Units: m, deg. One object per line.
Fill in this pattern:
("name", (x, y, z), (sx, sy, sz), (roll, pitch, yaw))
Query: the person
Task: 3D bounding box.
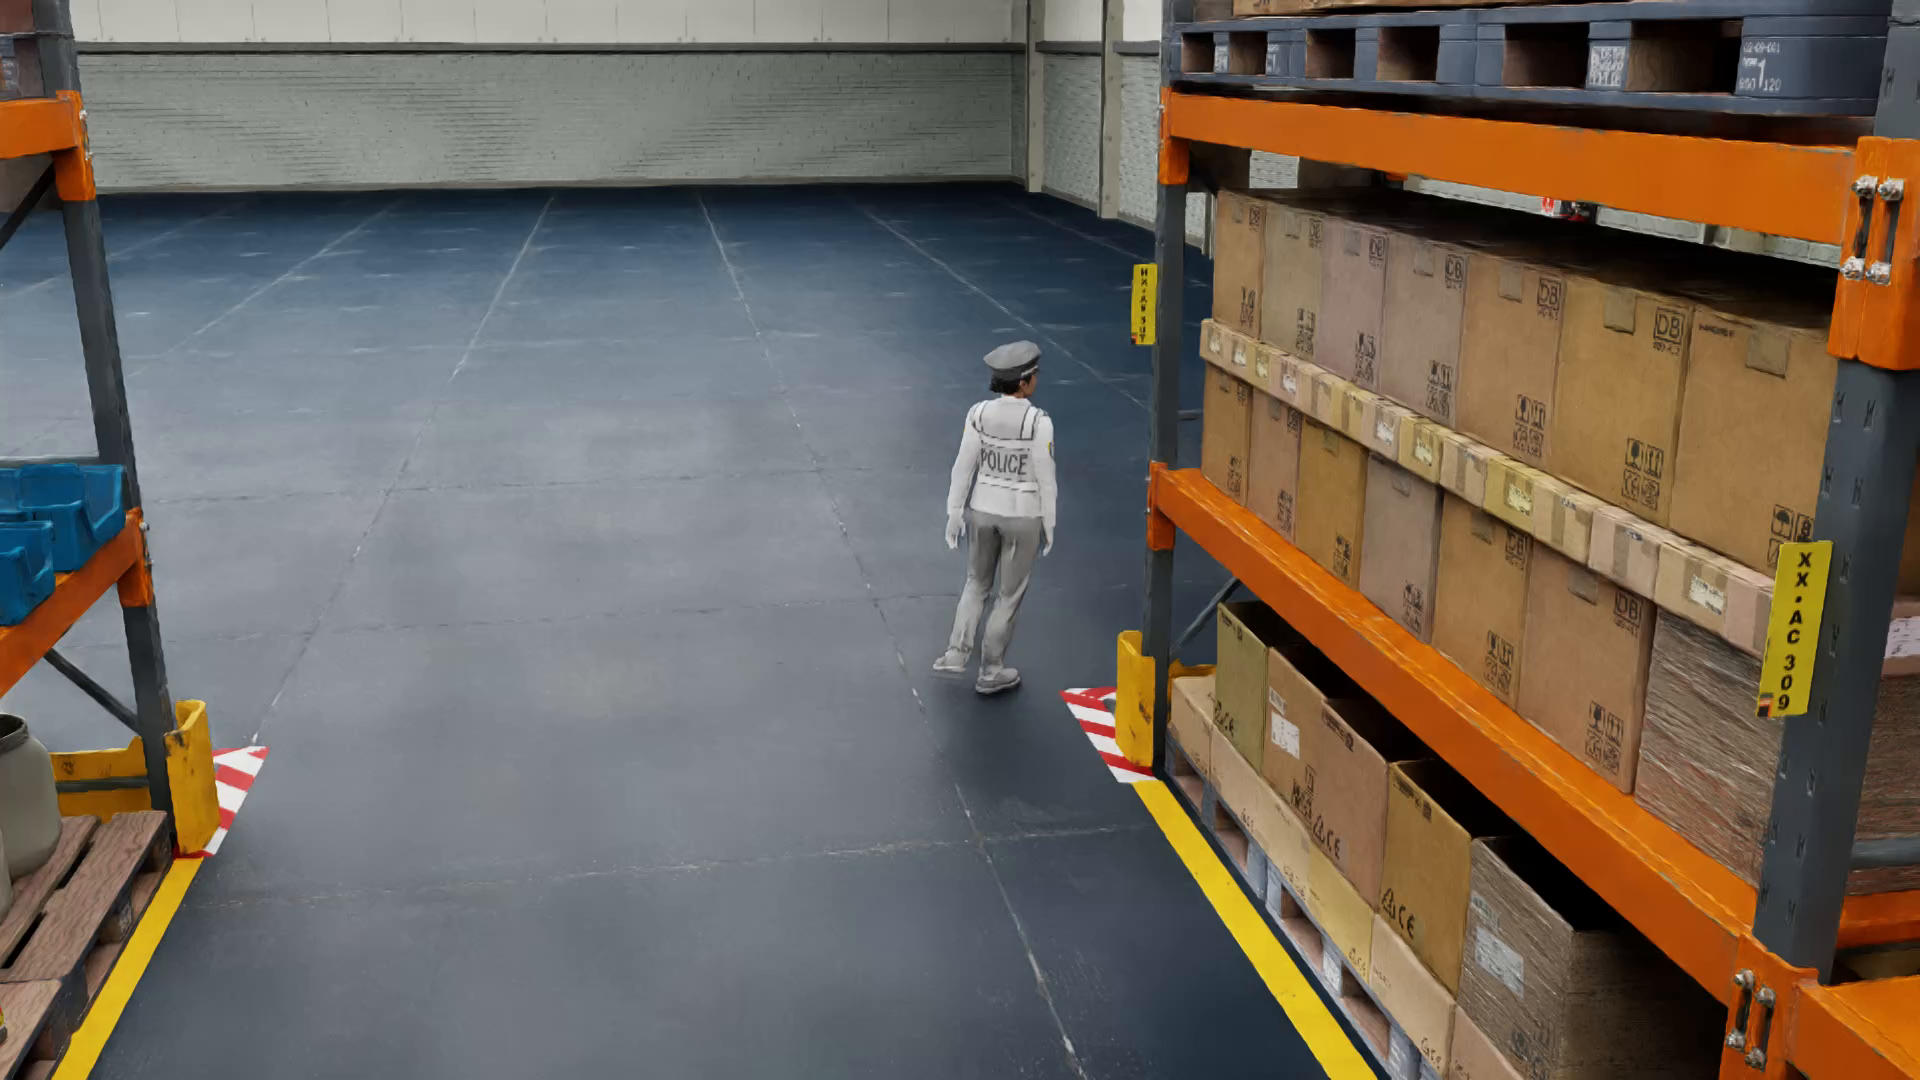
("person", (0.163, -0.094, 7.794), (0.593, 1.670, 0.447), (9, 19, 28))
